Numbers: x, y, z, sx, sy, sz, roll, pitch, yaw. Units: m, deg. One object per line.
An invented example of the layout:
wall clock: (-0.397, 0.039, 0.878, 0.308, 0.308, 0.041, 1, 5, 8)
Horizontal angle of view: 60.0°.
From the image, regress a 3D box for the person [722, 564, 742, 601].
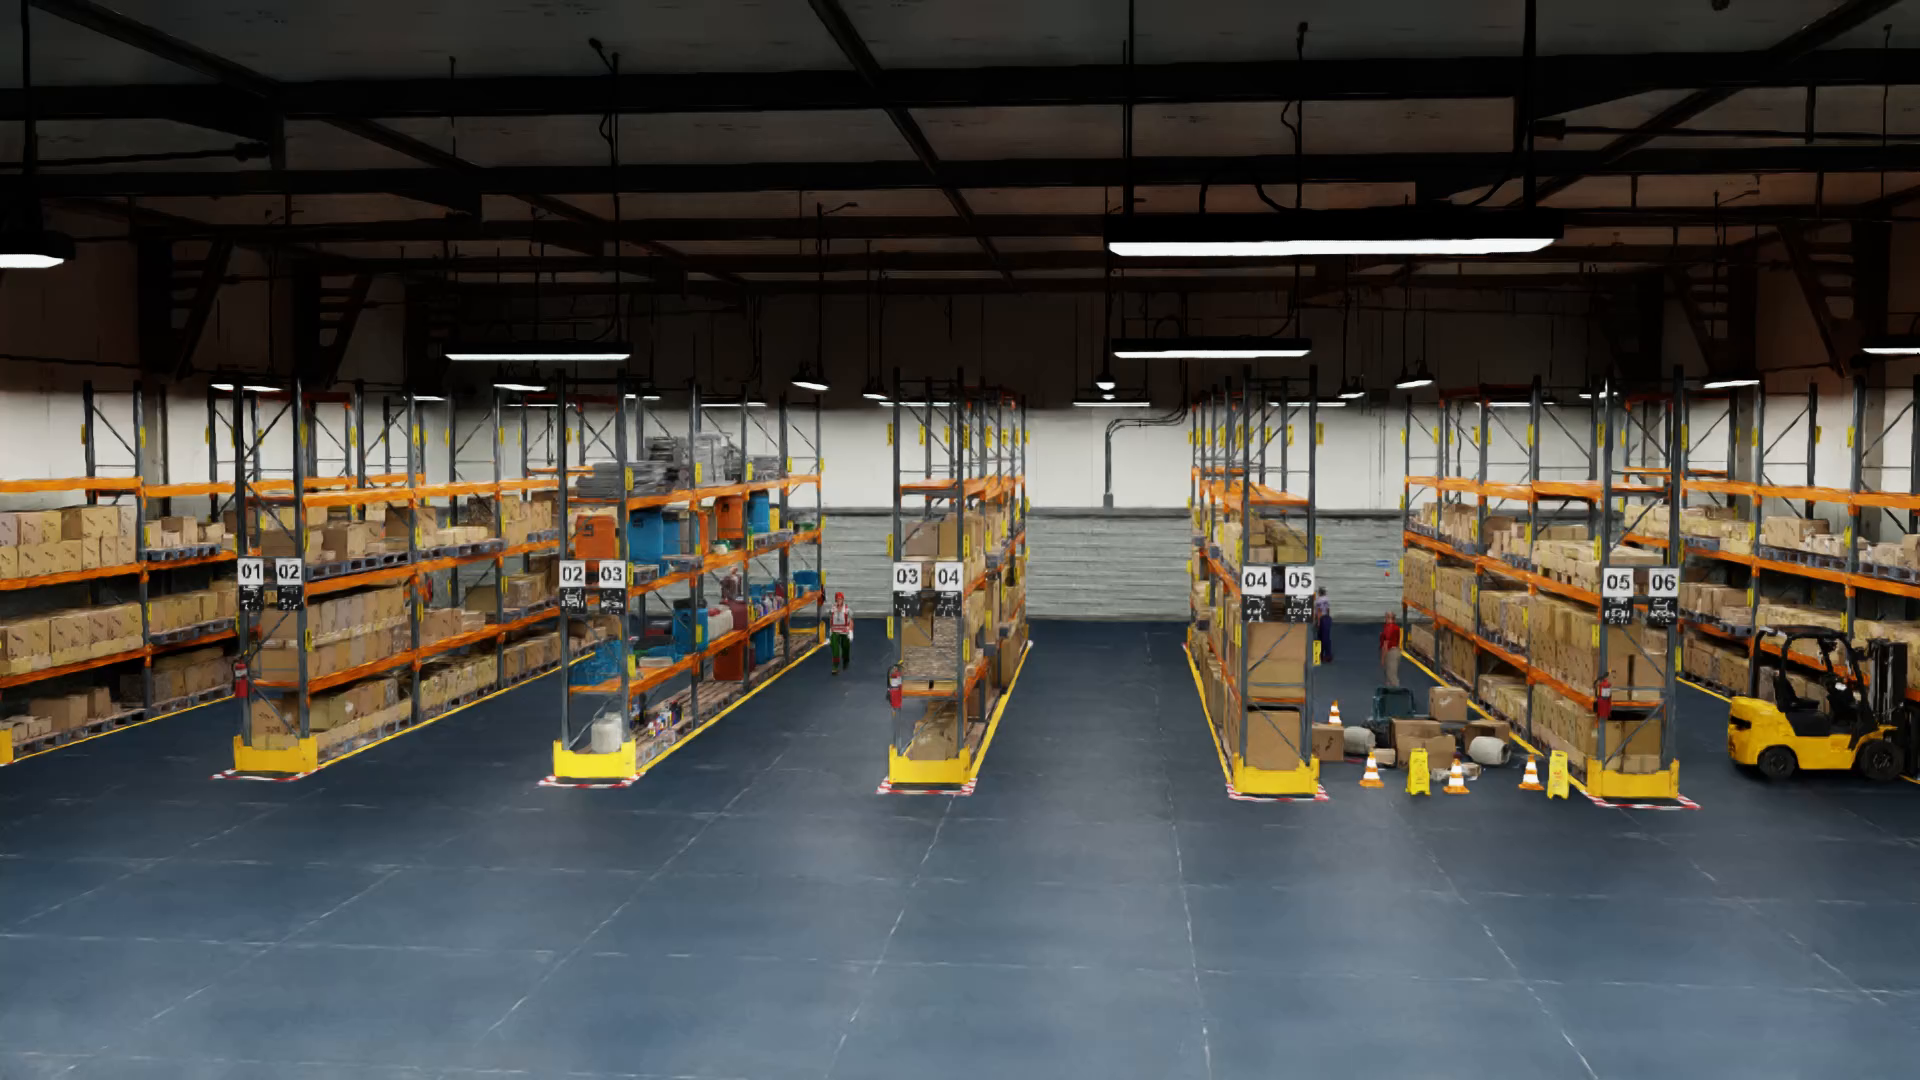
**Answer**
person: (-5.885, 1.495, 42.244, 0.764, 1.776, 0.492, -3, 4, -37)

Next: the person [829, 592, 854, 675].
person: (-2.515, 1.950, 35.162, 0.567, 1.736, 1.044, 0, 4, 4)

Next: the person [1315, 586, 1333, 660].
person: (8.120, 1.850, 37.338, 0.573, 1.640, 0.616, 2, 4, 25)

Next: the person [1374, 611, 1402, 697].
person: (8.042, 2.187, 31.227, 0.586, 1.720, 0.662, 2, 4, 32)
